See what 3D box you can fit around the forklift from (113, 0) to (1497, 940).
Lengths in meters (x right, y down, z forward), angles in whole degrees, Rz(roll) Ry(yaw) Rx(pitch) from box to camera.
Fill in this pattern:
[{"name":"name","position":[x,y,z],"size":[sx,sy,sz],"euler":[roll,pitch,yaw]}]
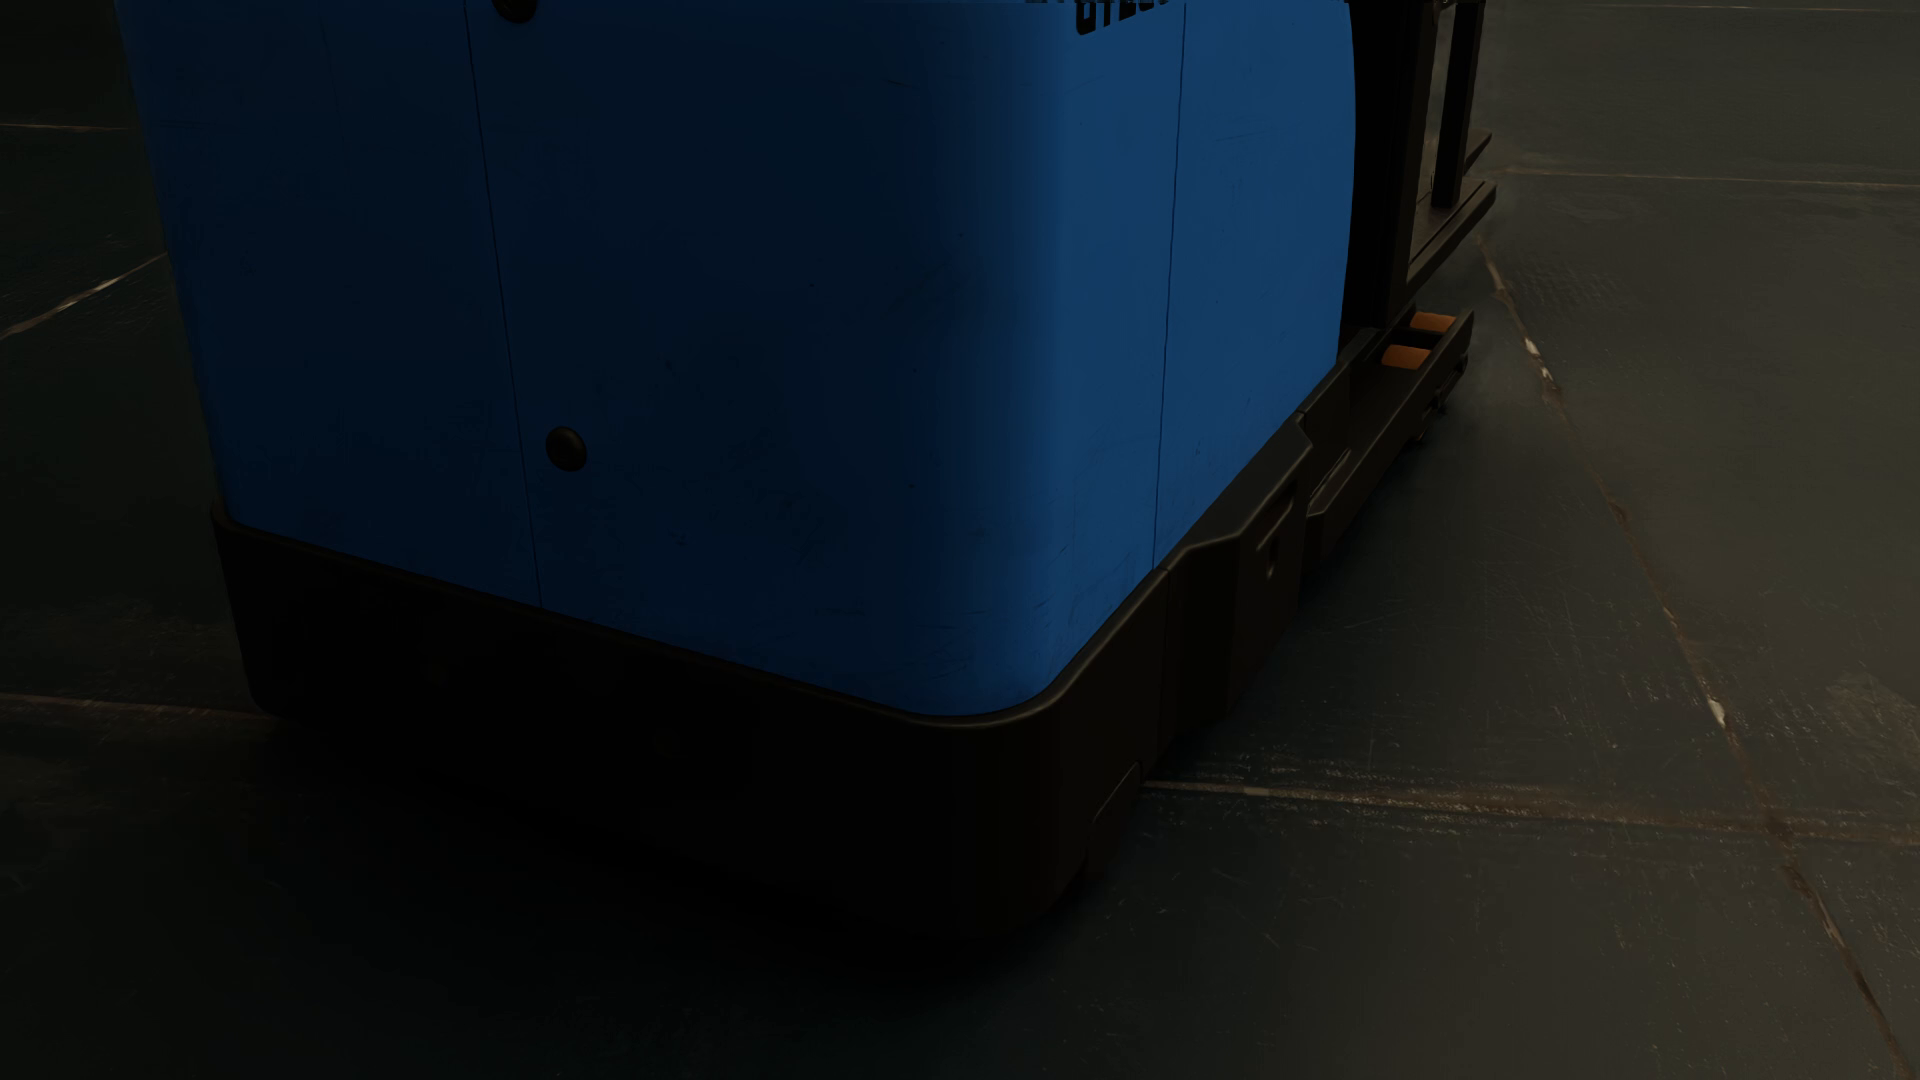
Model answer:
[{"name":"forklift","position":[0.269,-1.559,2.341],"size":[1.130,2.935,3.031],"euler":[13,29,24]}]
